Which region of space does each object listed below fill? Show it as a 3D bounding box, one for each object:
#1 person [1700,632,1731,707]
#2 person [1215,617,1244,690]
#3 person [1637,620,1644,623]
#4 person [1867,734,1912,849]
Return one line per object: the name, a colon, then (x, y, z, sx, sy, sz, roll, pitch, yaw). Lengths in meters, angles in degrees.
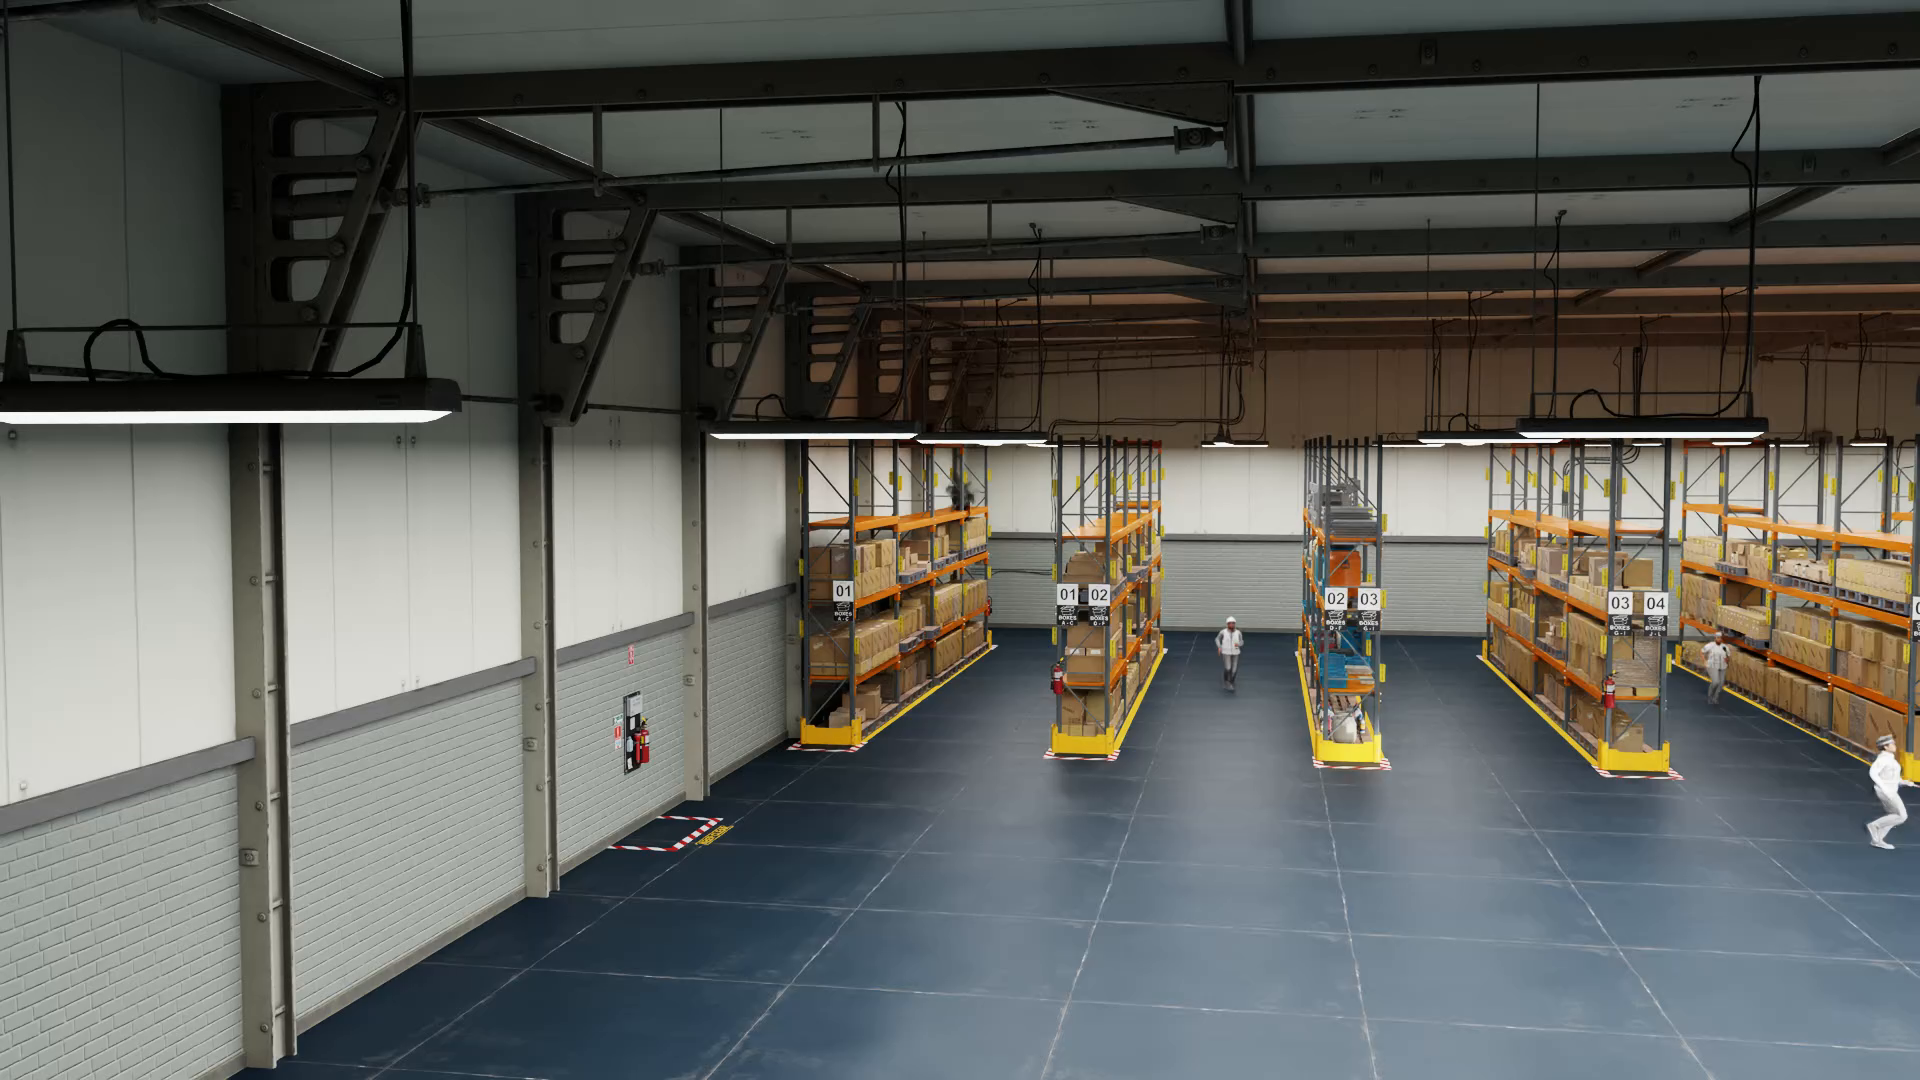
person: (16.905, 2.888, 37.121, 0.574, 1.660, 0.653, 0, 3, 1)
person: (6.423, 2.703, 39.471, 0.634, 1.742, 0.663, 0, 3, -3)
person: (17.830, 2.536, 43.783, 0.591, 1.667, 0.840, 1, 3, 24)
person: (13.335, 3.604, 23.838, 0.540, 1.656, 0.608, 2, 4, 34)
